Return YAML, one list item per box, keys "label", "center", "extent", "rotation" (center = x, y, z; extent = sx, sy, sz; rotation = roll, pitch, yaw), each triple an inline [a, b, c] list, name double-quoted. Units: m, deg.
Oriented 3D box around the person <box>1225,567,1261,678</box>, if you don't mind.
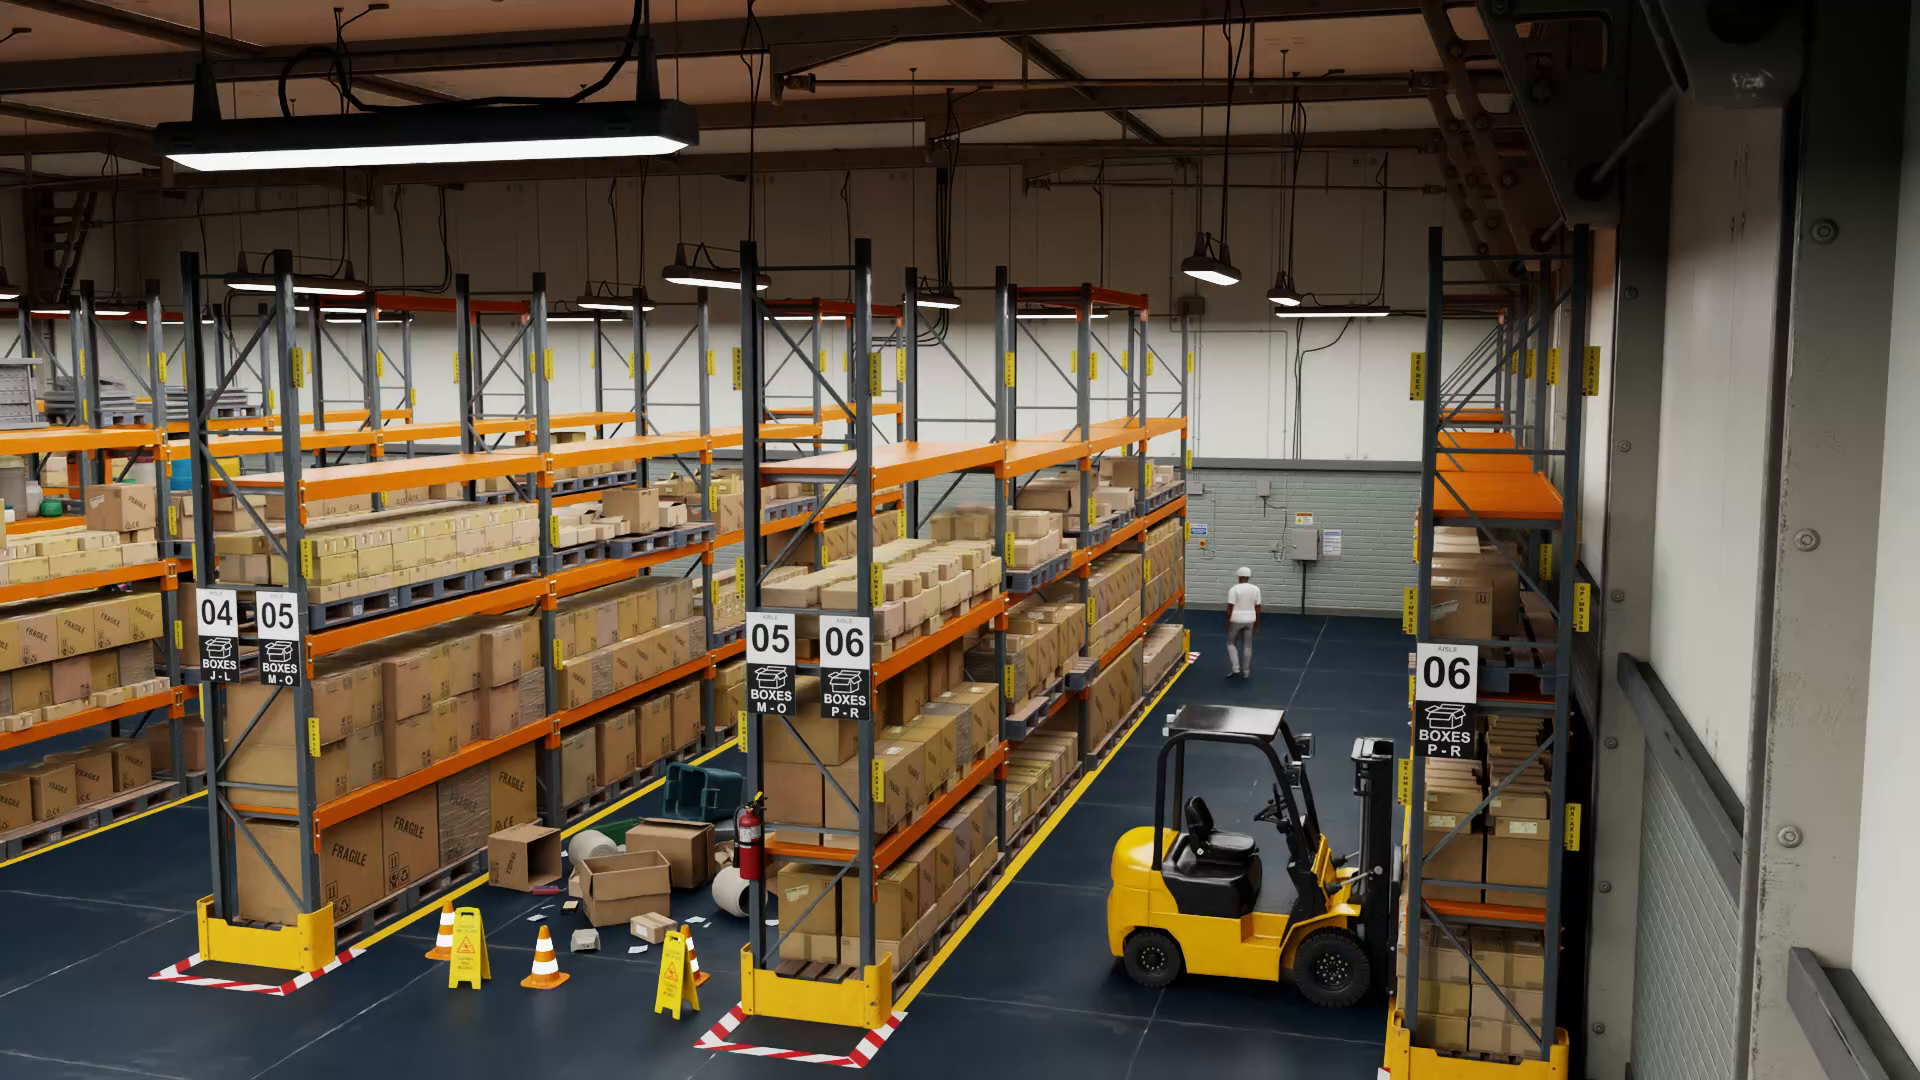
- label: "person"
  center: [4.512, 1.327, 26.566]
  extent: [0.591, 1.791, 0.441]
  rotation: [-1, 7, -12]
